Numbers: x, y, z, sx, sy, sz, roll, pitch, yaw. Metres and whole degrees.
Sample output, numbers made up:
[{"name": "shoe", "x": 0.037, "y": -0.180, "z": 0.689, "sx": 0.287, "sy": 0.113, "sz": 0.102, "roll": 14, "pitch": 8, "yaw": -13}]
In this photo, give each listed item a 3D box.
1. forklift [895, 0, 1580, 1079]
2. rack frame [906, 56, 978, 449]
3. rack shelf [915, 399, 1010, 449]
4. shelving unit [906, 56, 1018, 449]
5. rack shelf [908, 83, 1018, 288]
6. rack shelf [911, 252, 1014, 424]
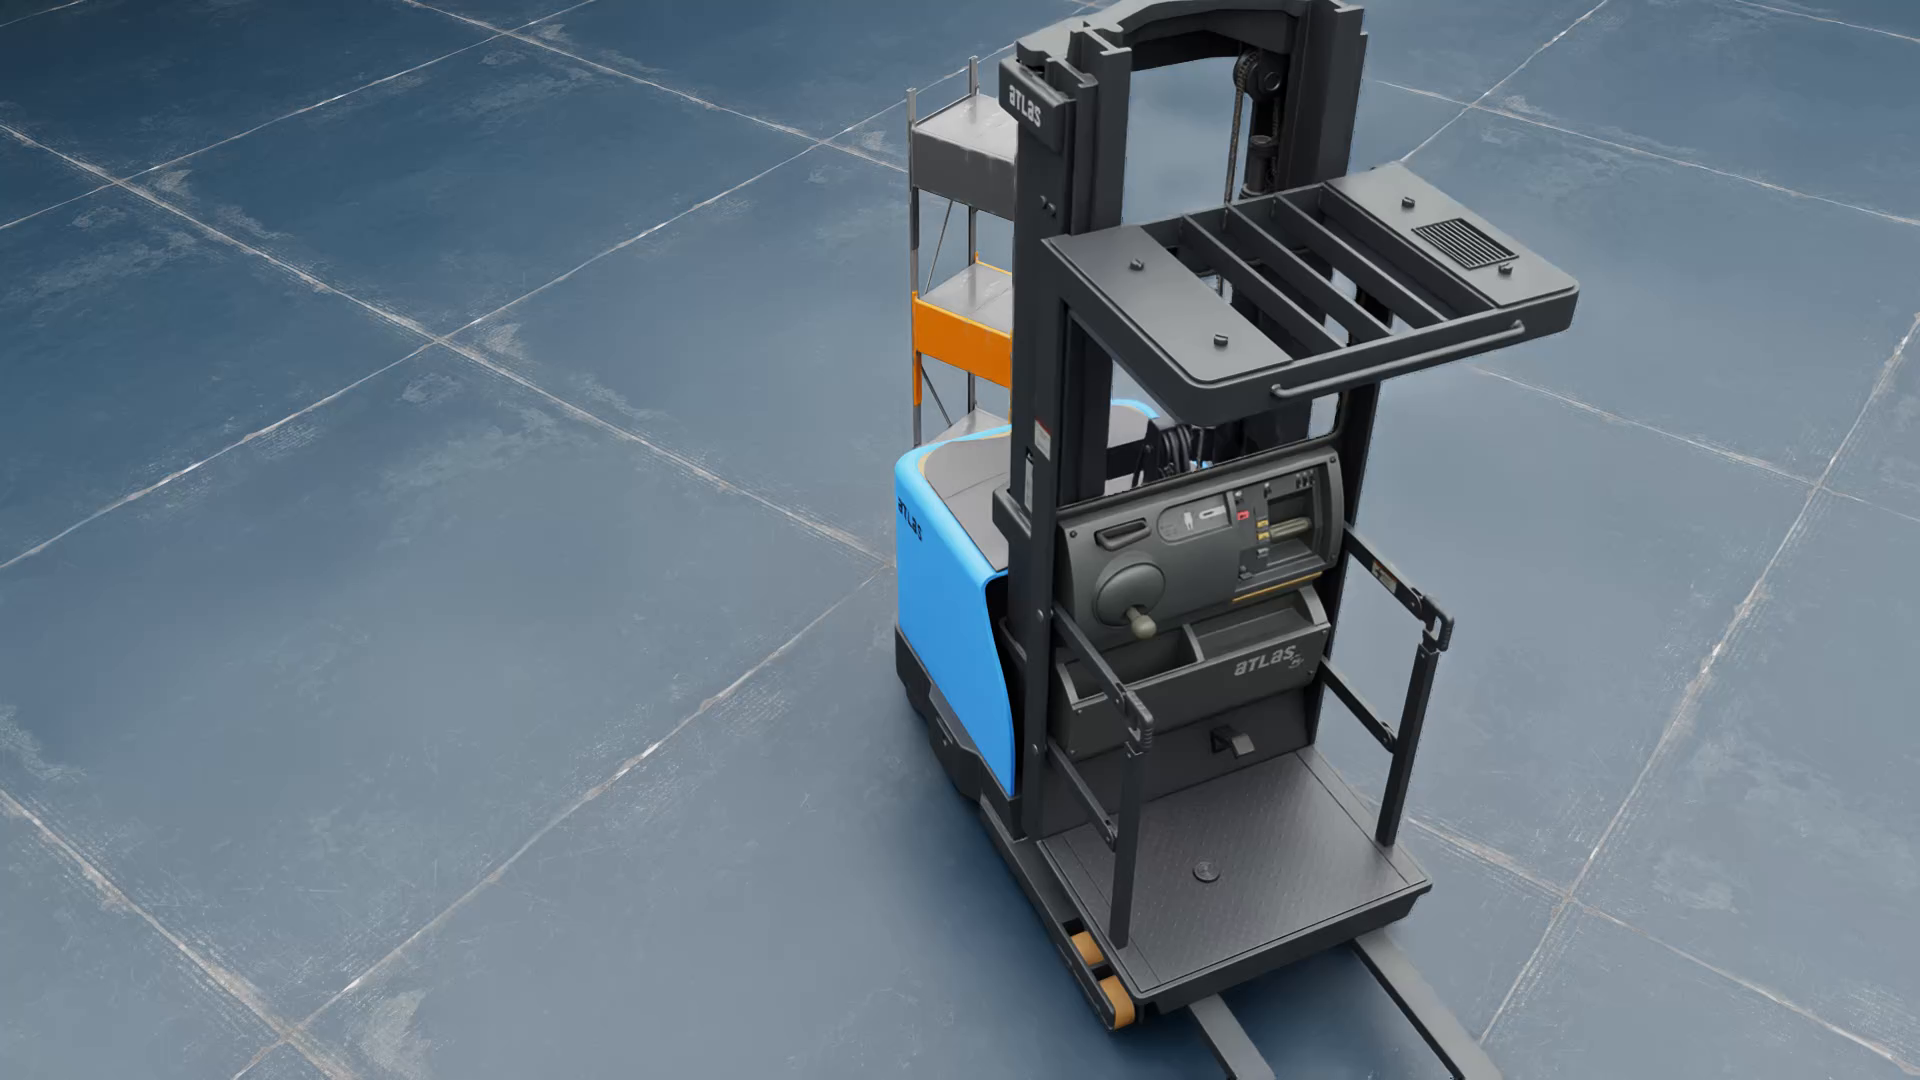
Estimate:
[{"name": "forklift", "x": 0.822, "y": 0.086, "z": 4.763, "sx": 1.130, "sy": 2.935, "sz": 3.031, "roll": -16, "pitch": 41, "yaw": -19}, {"name": "rack frame", "x": -0.062, "y": -0.856, "z": 6.640, "sx": 0.015, "sy": 2.100, "sz": 0.400, "roll": 25, "pitch": 45, "yaw": 29}, {"name": "rack shelf", "x": 0.131, "y": -0.203, "z": 6.963, "sx": 0.480, "sy": 0.518, "sz": 0.431, "roll": 25, "pitch": 45, "yaw": 29}, {"name": "shelving unit", "x": 0.131, "y": -0.765, "z": 6.524, "sx": 0.503, "sy": 2.100, "sz": 0.431, "roll": 25, "pitch": 45, "yaw": 29}, {"name": "rack shelf", "x": 0.131, "y": -1.305, "z": 6.100, "sx": 0.480, "sy": 0.518, "sz": 0.431, "roll": 25, "pitch": 45, "yaw": 29}, {"name": "rack shelf", "x": 0.131, "y": -0.754, "z": 6.532, "sx": 0.480, "sy": 0.518, "sz": 0.431, "roll": 25, "pitch": 45, "yaw": 29}]
